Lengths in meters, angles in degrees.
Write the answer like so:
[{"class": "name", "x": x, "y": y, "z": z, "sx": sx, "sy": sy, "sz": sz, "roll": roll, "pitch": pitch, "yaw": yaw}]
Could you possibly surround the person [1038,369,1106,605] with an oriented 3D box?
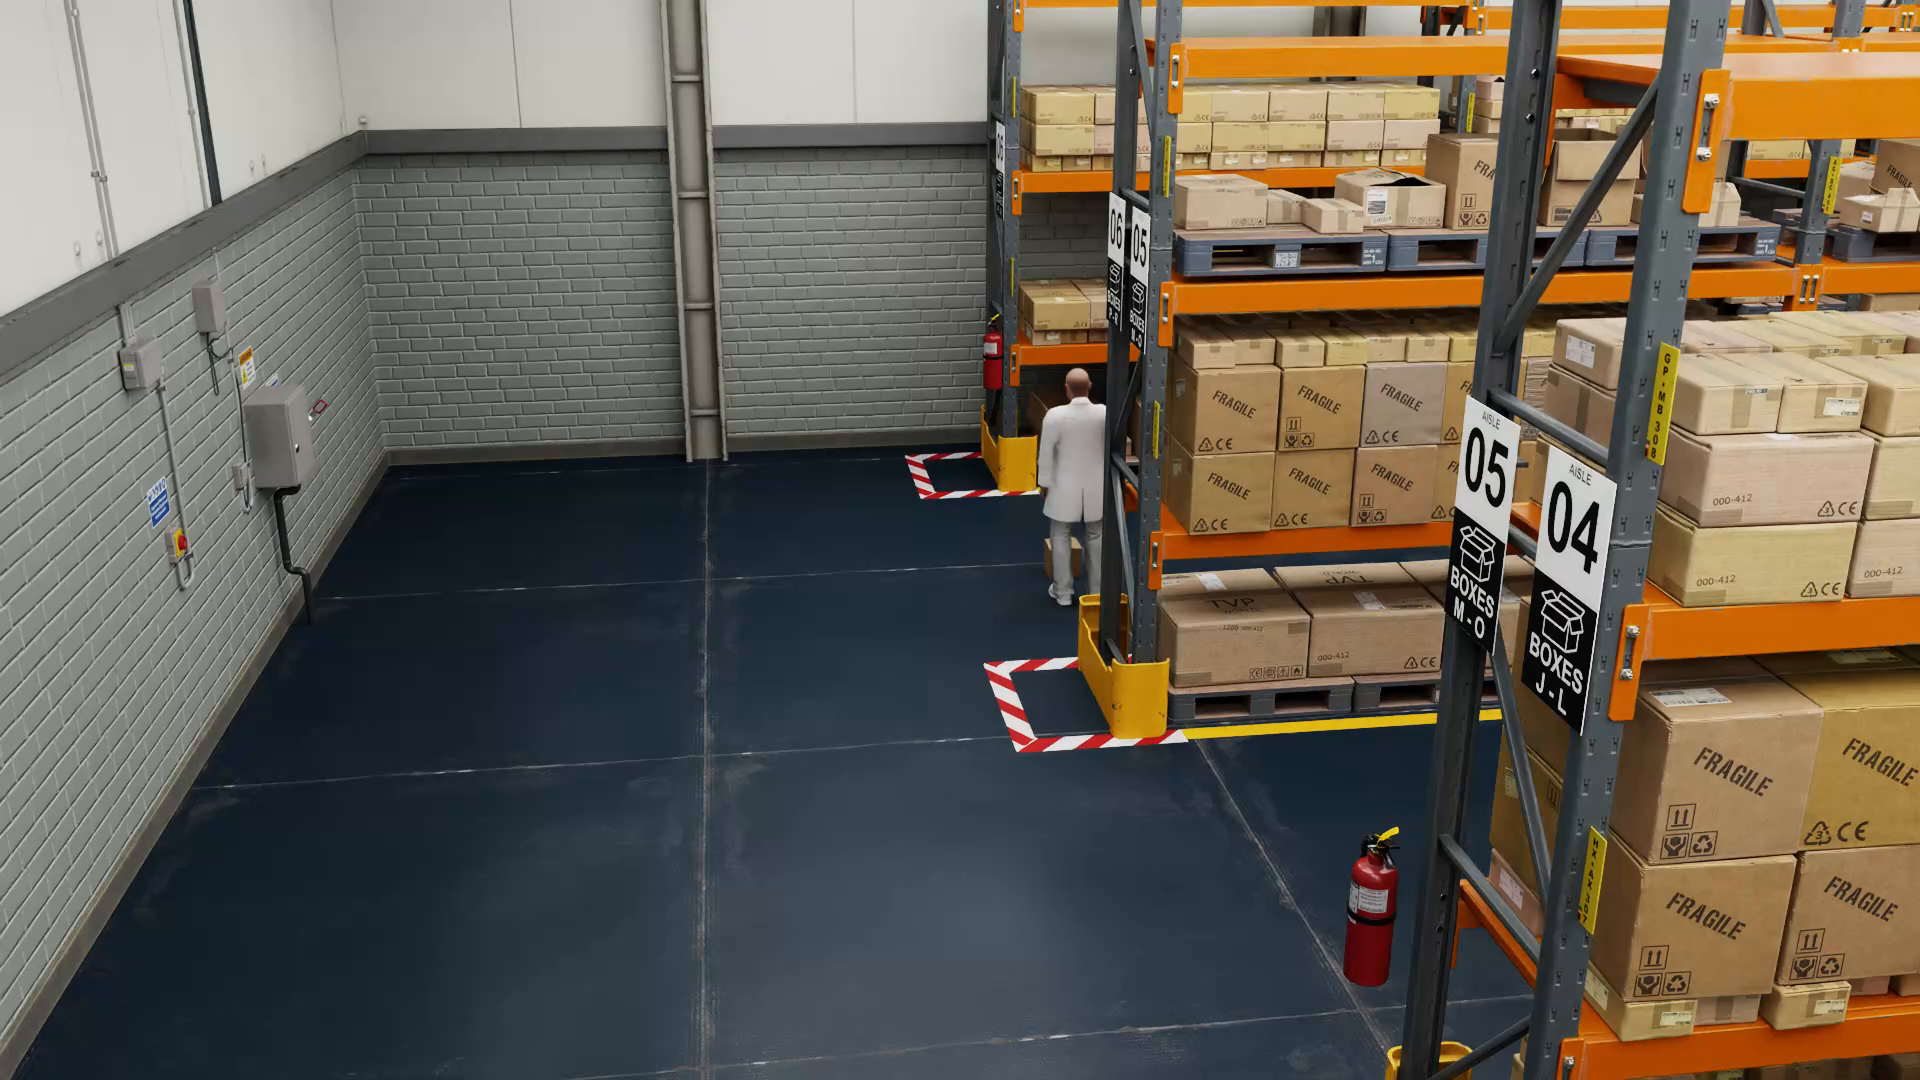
[{"class": "person", "x": 0.849, "y": -0.390, "z": 12.214, "sx": 0.567, "sy": 1.769, "sz": 0.381, "roll": -2, "pitch": 20, "yaw": -7}]
